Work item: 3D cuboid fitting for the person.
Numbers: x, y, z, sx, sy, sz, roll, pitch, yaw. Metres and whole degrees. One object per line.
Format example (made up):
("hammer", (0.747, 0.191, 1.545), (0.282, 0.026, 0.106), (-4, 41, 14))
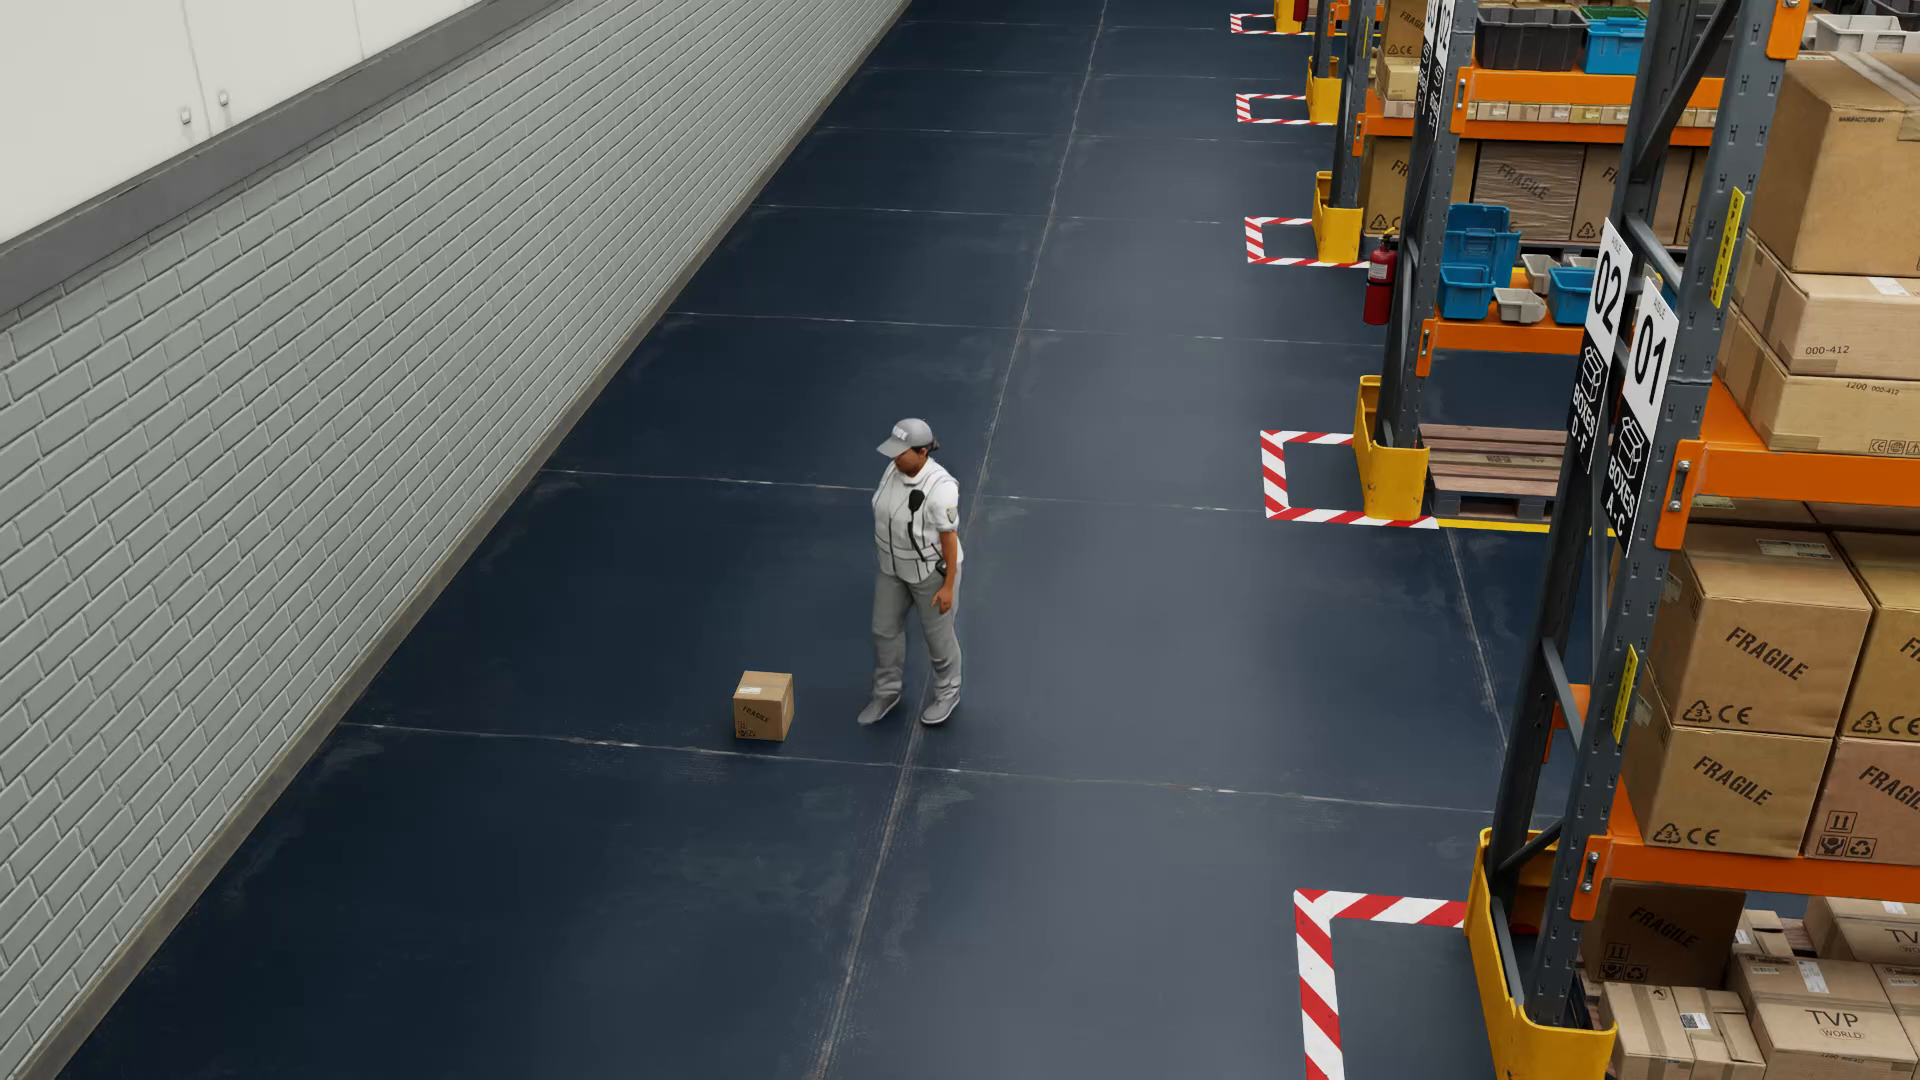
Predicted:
("person", (-0.248, 0.193, 8.302), (0.489, 1.707, 0.521), (23, 36, 35))
